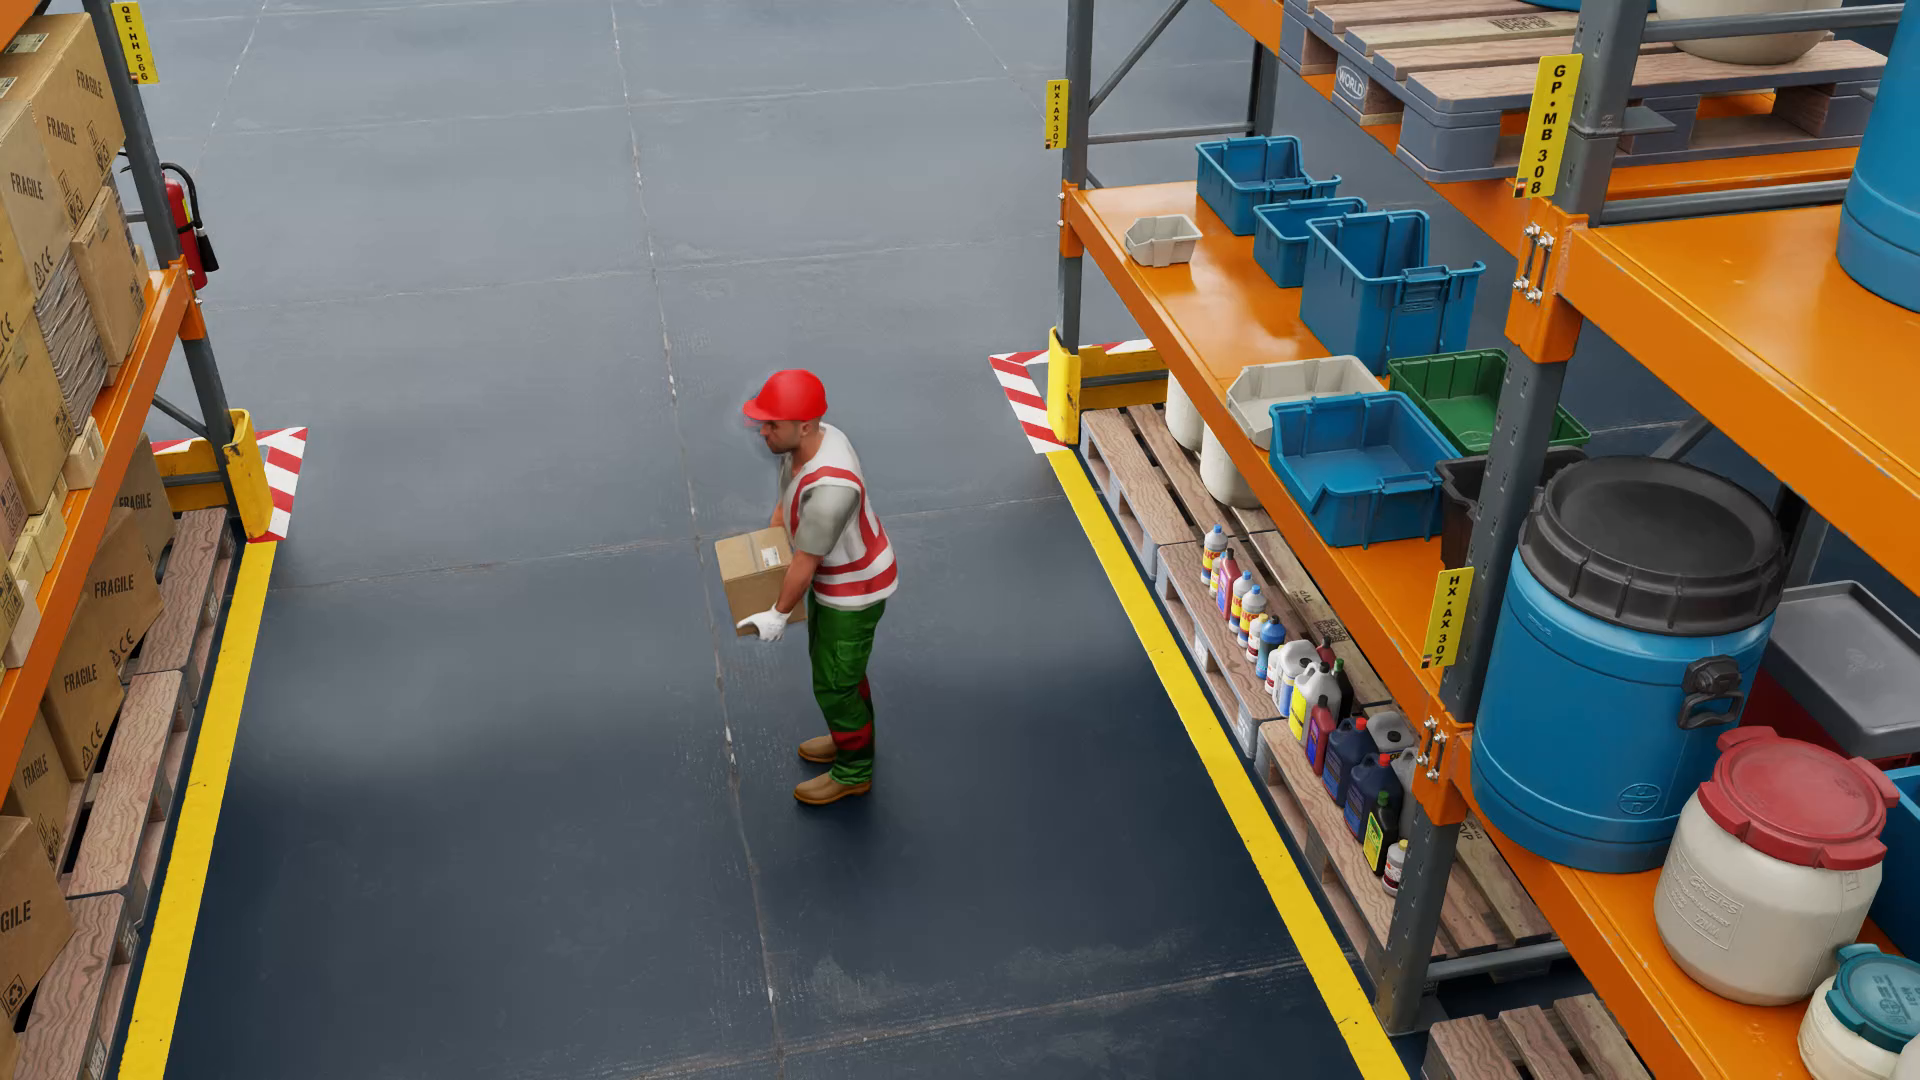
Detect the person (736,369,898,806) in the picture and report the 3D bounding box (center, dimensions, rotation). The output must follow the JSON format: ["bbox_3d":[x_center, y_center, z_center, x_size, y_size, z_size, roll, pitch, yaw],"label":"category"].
[{"bbox_3d":[-0.515,0.182,5.874,0.586,1.763,0.488,-8,35,-11],"label":"person"}]
